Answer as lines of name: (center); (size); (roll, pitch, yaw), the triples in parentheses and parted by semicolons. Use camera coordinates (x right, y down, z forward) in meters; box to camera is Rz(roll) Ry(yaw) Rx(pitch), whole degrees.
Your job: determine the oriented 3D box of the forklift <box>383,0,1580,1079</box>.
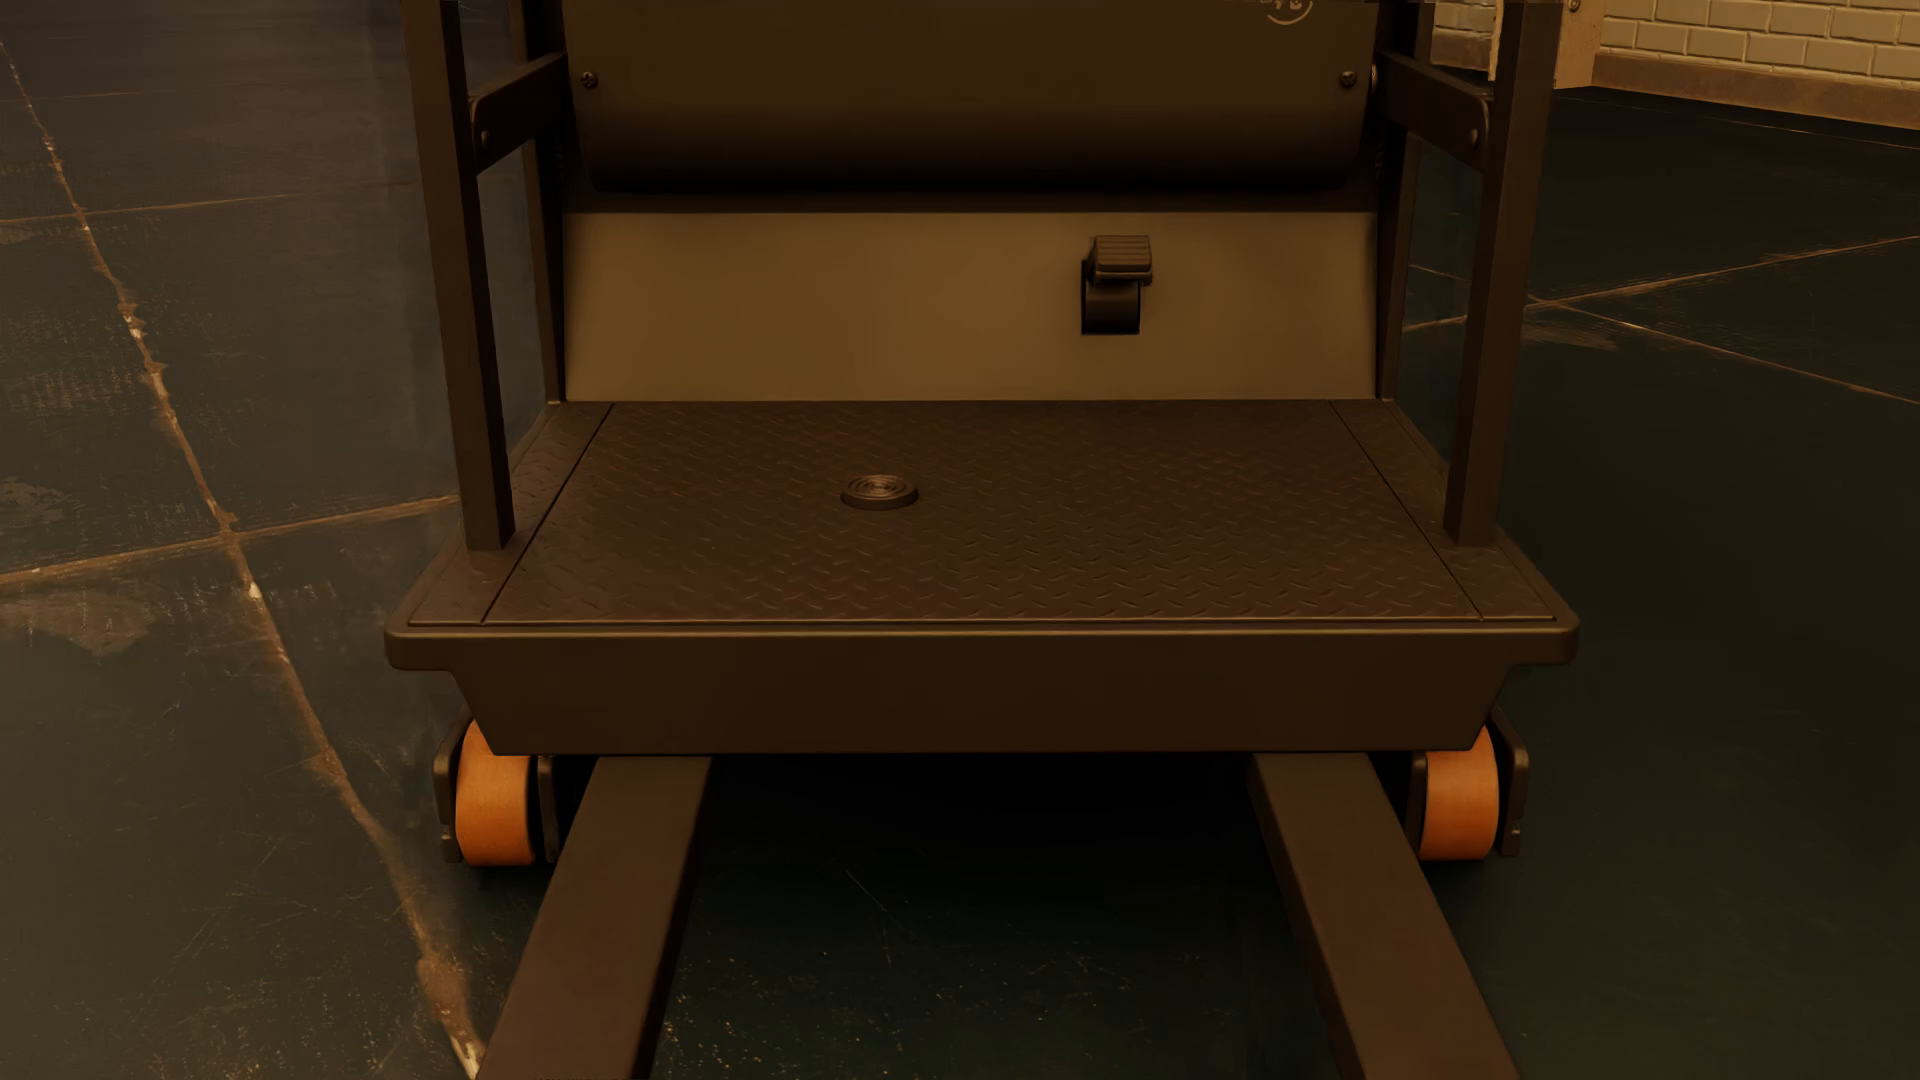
forklift: (0.017, -1.123, 1.511); (1.130, 2.935, 3.031); (0, 22, -1)
